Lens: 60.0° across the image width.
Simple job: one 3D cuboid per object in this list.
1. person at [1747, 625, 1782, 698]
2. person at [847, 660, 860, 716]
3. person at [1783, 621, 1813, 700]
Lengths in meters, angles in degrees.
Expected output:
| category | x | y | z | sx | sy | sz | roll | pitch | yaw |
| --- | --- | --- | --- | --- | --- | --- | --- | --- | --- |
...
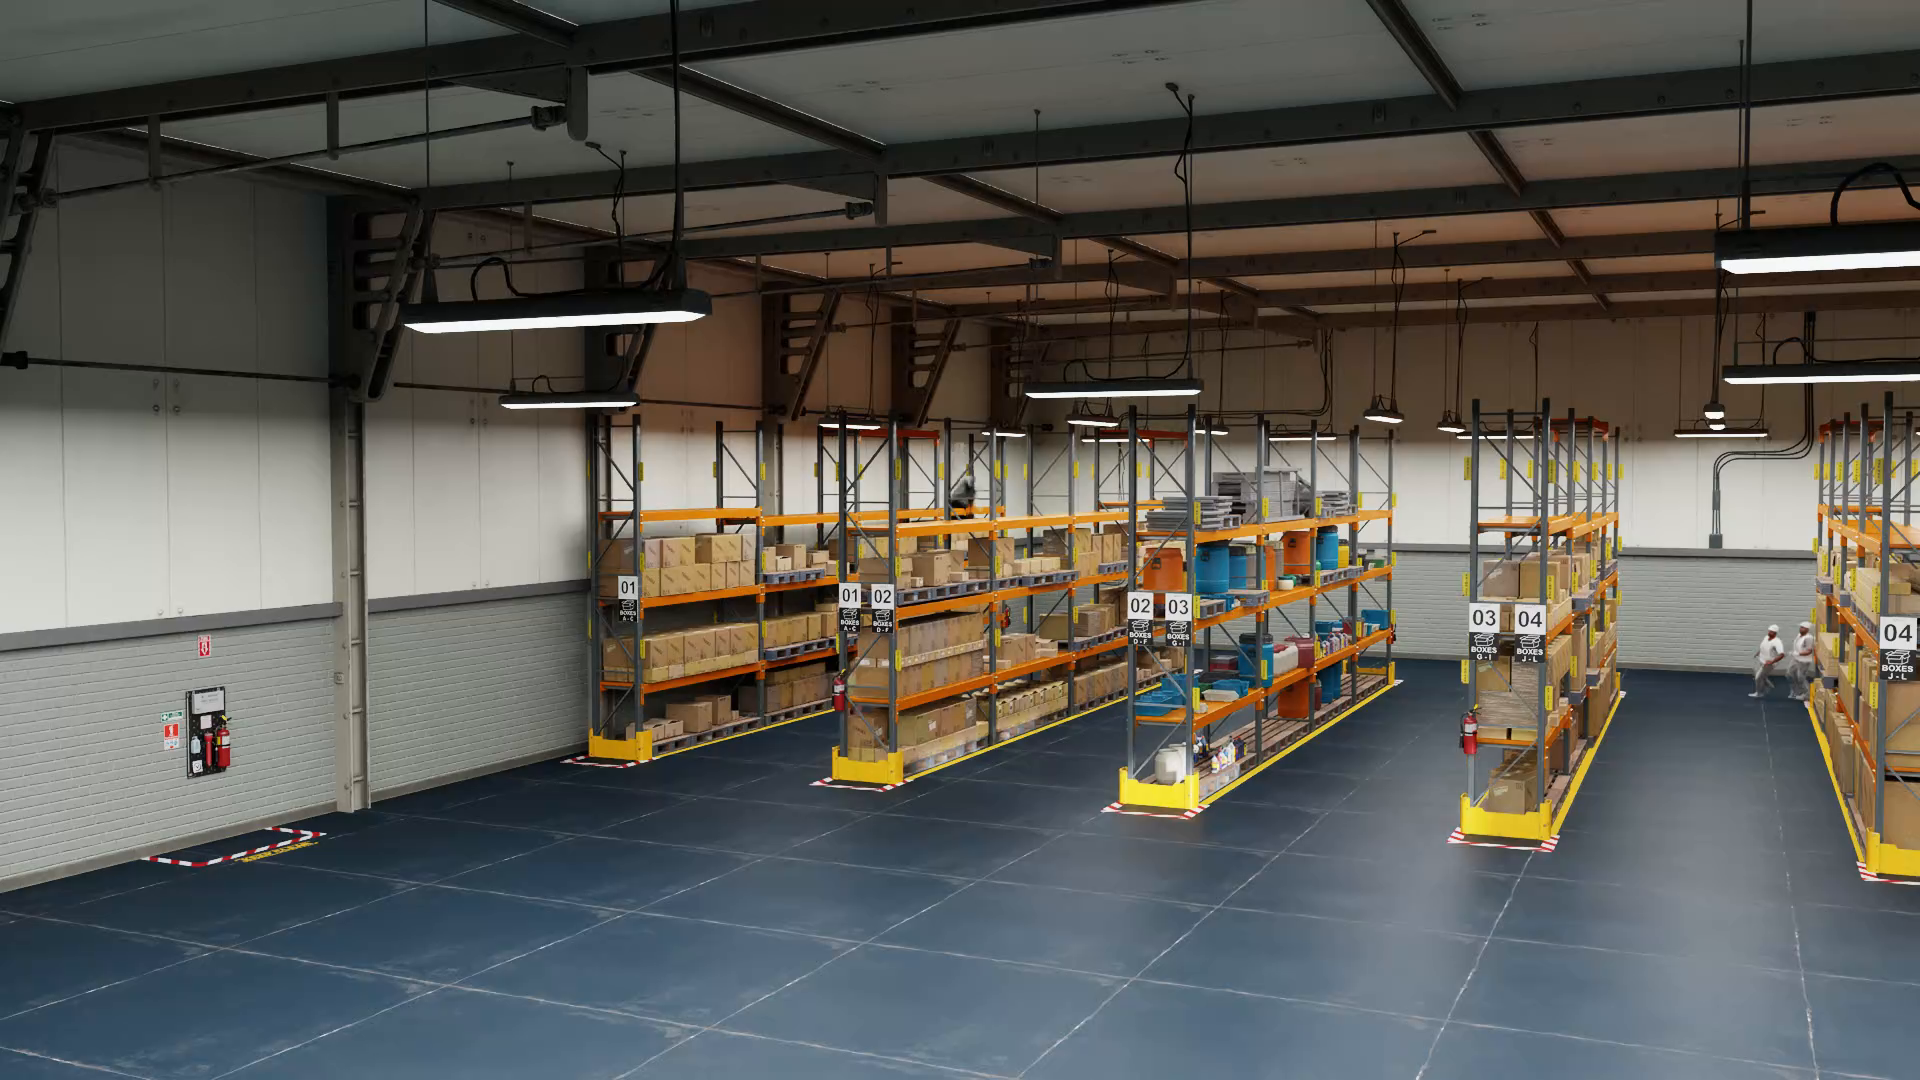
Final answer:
| category | x | y | z | sx | sy | sz | roll | pitch | yaw |
| --- | --- | --- | --- | --- | --- | --- | --- | --- | --- |
| person | 17.744 | 2.672 | 36.530 | 0.595 | 1.654 | 0.866 | -1 | 2 | -12 |
| person | -1.940 | 2.961 | 29.795 | 0.582 | 1.622 | 0.667 | 1 | 2 | 18 |
| person | 18.310 | 2.648 | 36.221 | 0.665 | 1.785 | 0.679 | 0 | 2 | -7 |
